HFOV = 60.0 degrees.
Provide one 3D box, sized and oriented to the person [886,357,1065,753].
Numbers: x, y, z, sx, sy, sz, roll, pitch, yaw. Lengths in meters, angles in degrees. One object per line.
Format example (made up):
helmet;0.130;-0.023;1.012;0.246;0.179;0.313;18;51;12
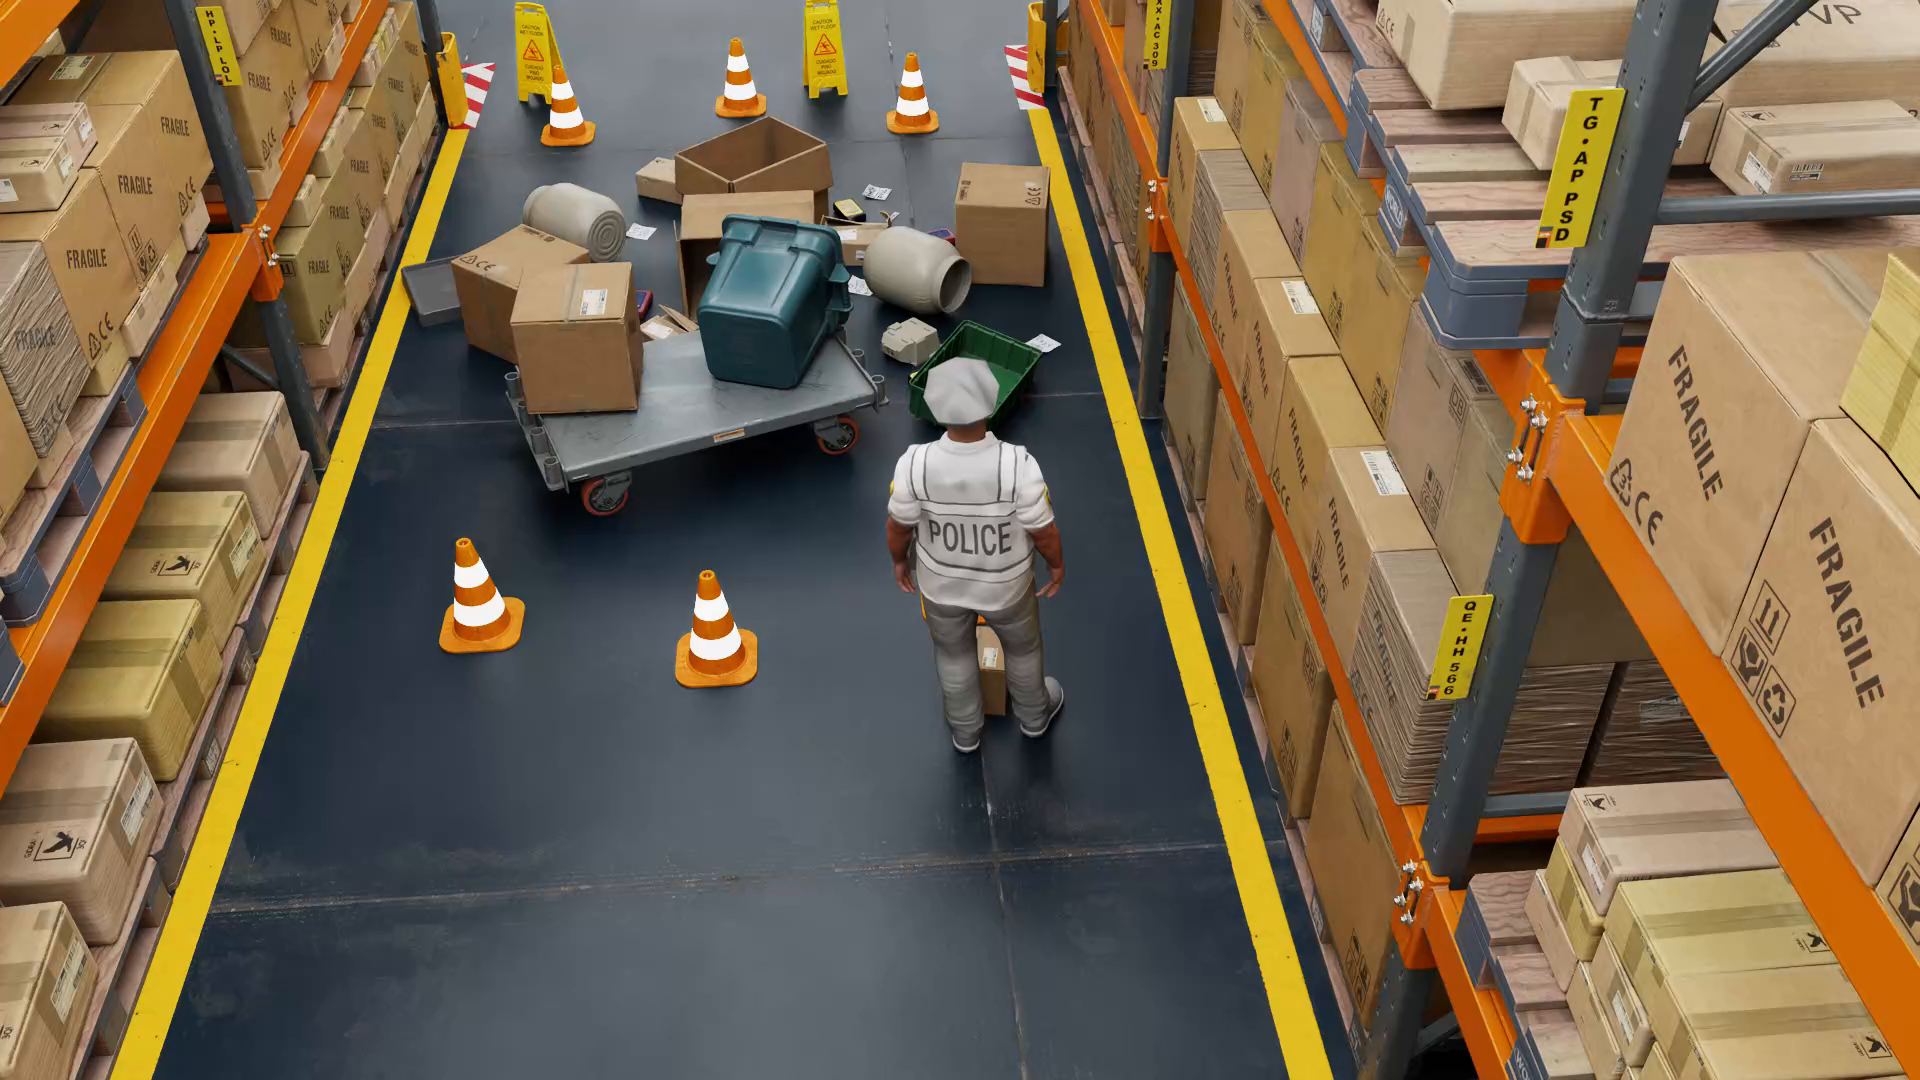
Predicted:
person;0.074;0.055;6.041;0.642;1.782;0.573;5;39;6
